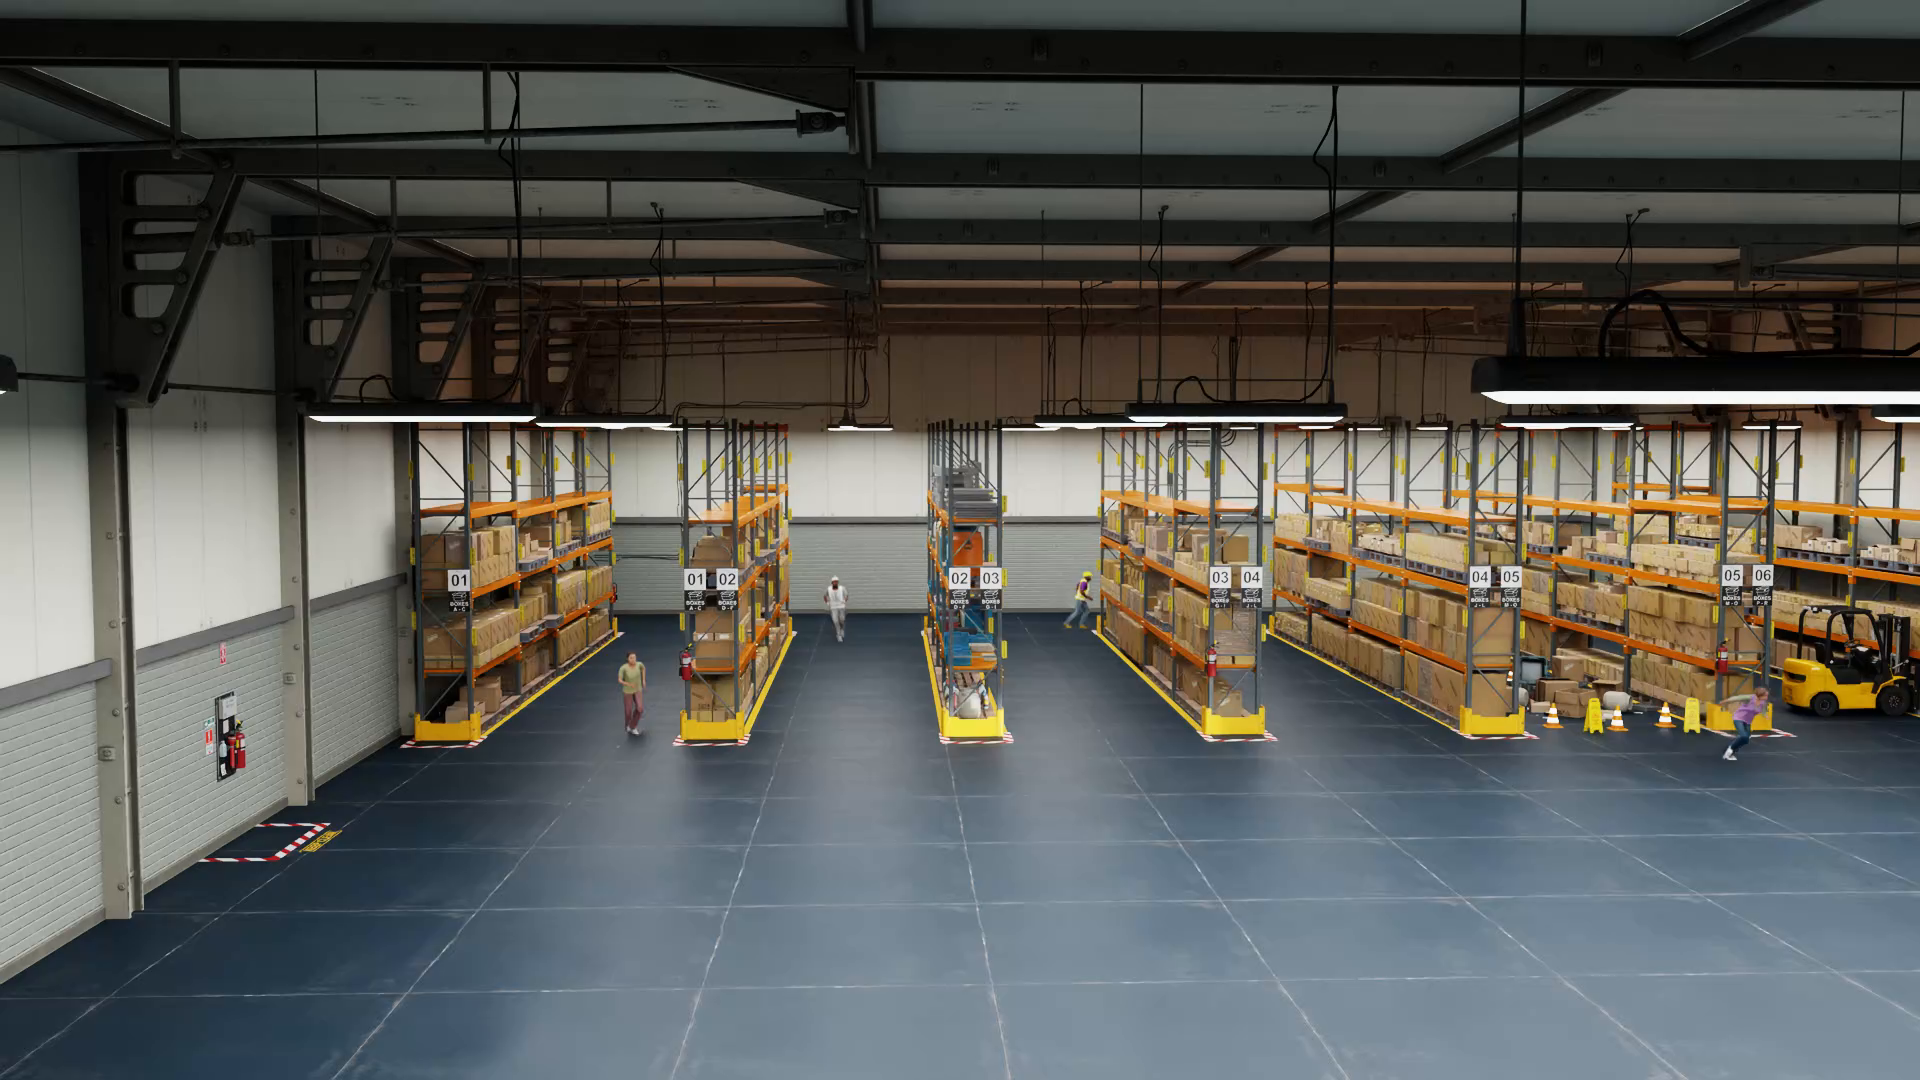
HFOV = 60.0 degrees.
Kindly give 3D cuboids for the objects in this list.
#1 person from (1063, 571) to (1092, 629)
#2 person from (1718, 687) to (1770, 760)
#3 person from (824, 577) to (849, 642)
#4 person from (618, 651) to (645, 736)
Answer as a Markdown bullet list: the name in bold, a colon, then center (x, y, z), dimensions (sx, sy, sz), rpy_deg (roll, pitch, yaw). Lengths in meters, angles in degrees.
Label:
- **person**: center (3.456, 1.763, 48.547), dimensions (0.868, 1.705, 0.691), rpy_deg (1, 4, 10)
- **person**: center (13.651, 3.185, 28.825), dimensions (0.546, 1.363, 0.900), rpy_deg (-1, 4, -16)
- **person**: center (-3.421, 1.904, 46.004), dimensions (0.689, 1.776, 0.856), rpy_deg (-1, 4, -9)
- **person**: center (-6.246, 2.894, 31.612), dimensions (0.547, 1.638, 0.748), rpy_deg (-1, 4, -18)
